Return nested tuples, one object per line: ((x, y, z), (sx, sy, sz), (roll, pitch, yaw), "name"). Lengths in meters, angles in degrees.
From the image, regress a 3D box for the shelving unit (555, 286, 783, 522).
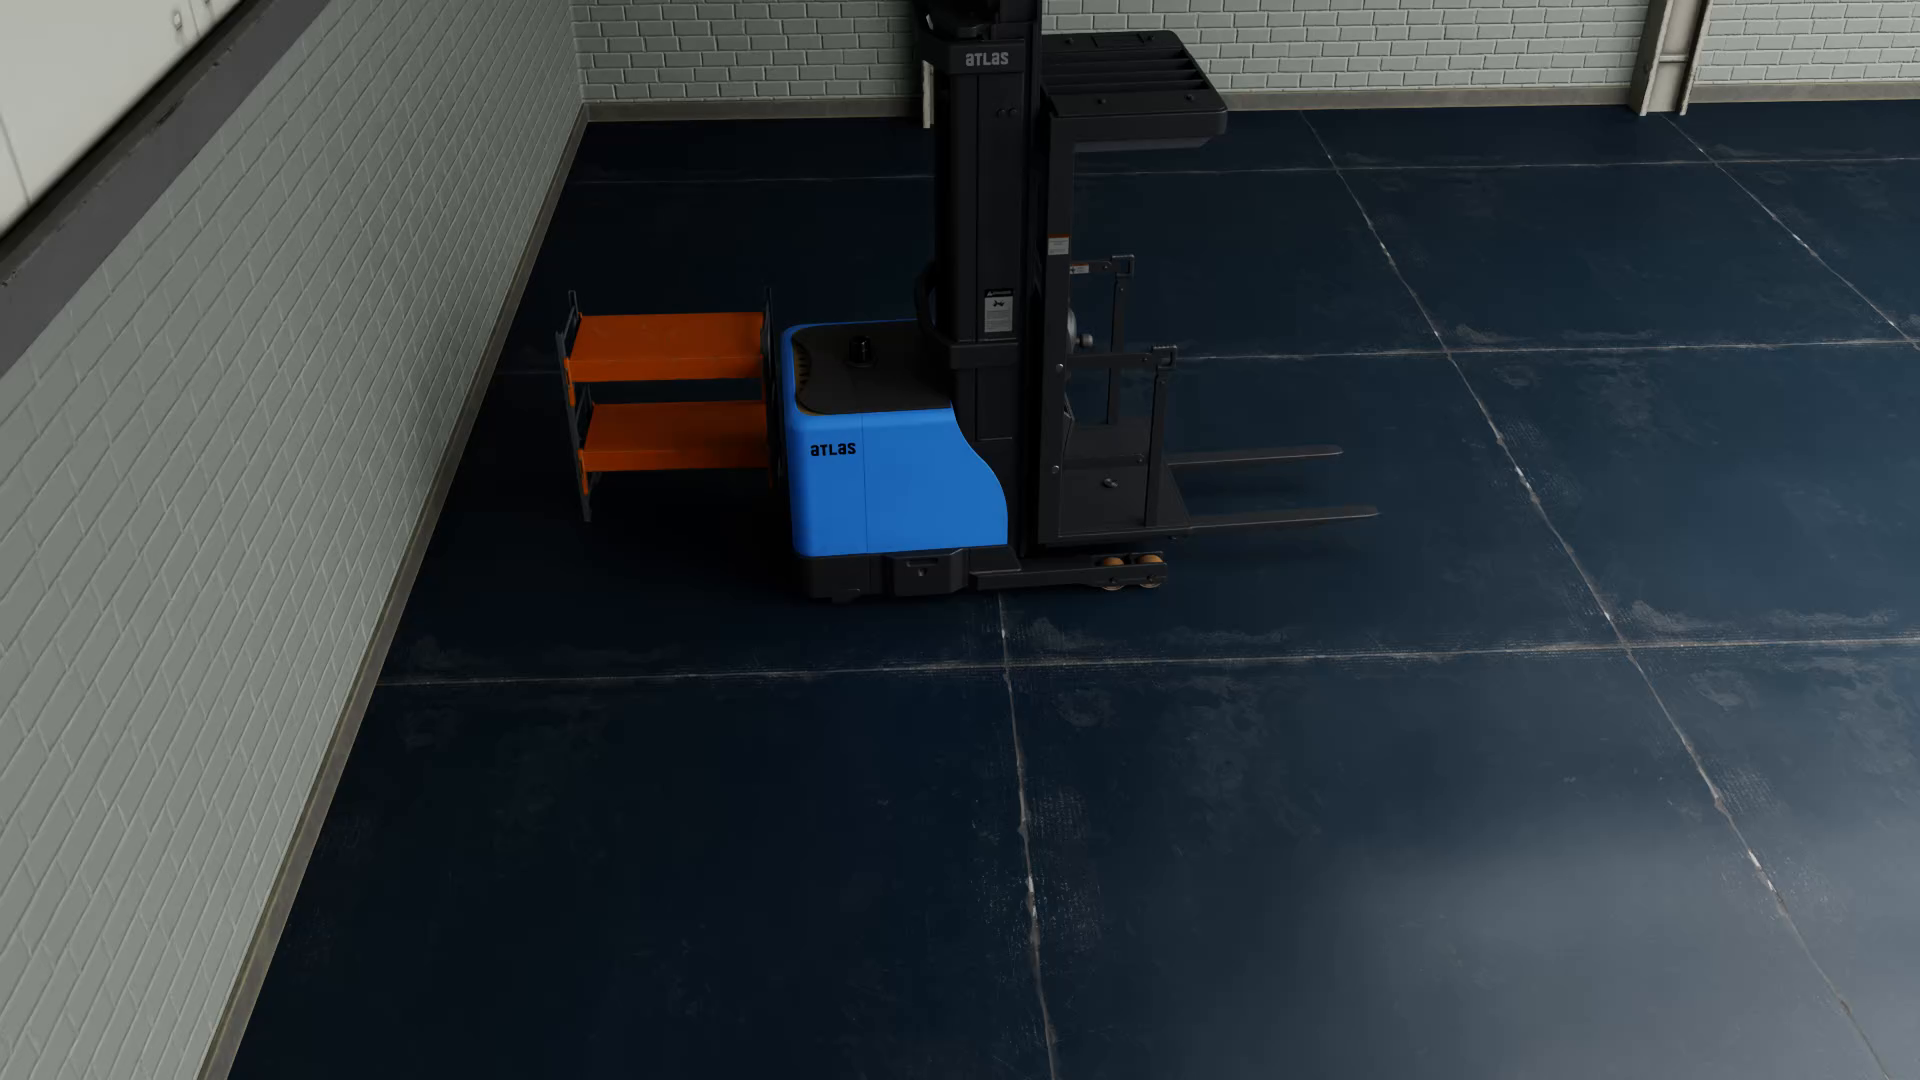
((-1.507, -0.716, 8.832), (1.048, 1.125, 0.538), (-2, 35, -2), "shelving unit")

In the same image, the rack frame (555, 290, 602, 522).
((-2.015, -0.701, 8.811), (0.032, 1.125, 0.500), (-2, 35, -2), "rack frame")

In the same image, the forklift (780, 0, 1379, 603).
((0.624, -1.246, 8.012), (3.031, 2.935, 1.130), (-4, 35, -5), "forklift")

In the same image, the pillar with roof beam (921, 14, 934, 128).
((0.089, -4.737, 7.724), (0.400, 9.000, 9.100), (-2, 35, -2), "pillar with roof beam")

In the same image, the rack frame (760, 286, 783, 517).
((-1.000, -0.731, 8.854), (0.032, 1.125, 0.500), (-2, 35, -2), "rack frame")

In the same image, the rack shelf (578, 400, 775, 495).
((-1.507, -0.515, 8.972), (1.000, 0.278, 0.538), (-2, 35, -2), "rack shelf")

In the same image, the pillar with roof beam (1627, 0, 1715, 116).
((6.082, -4.899, 7.957), (0.400, 9.000, 9.100), (-2, 35, -2), "pillar with roof beam")

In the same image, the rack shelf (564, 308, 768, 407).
((-1.507, -0.957, 8.666), (1.000, 0.278, 0.538), (-2, 35, -2), "rack shelf")
